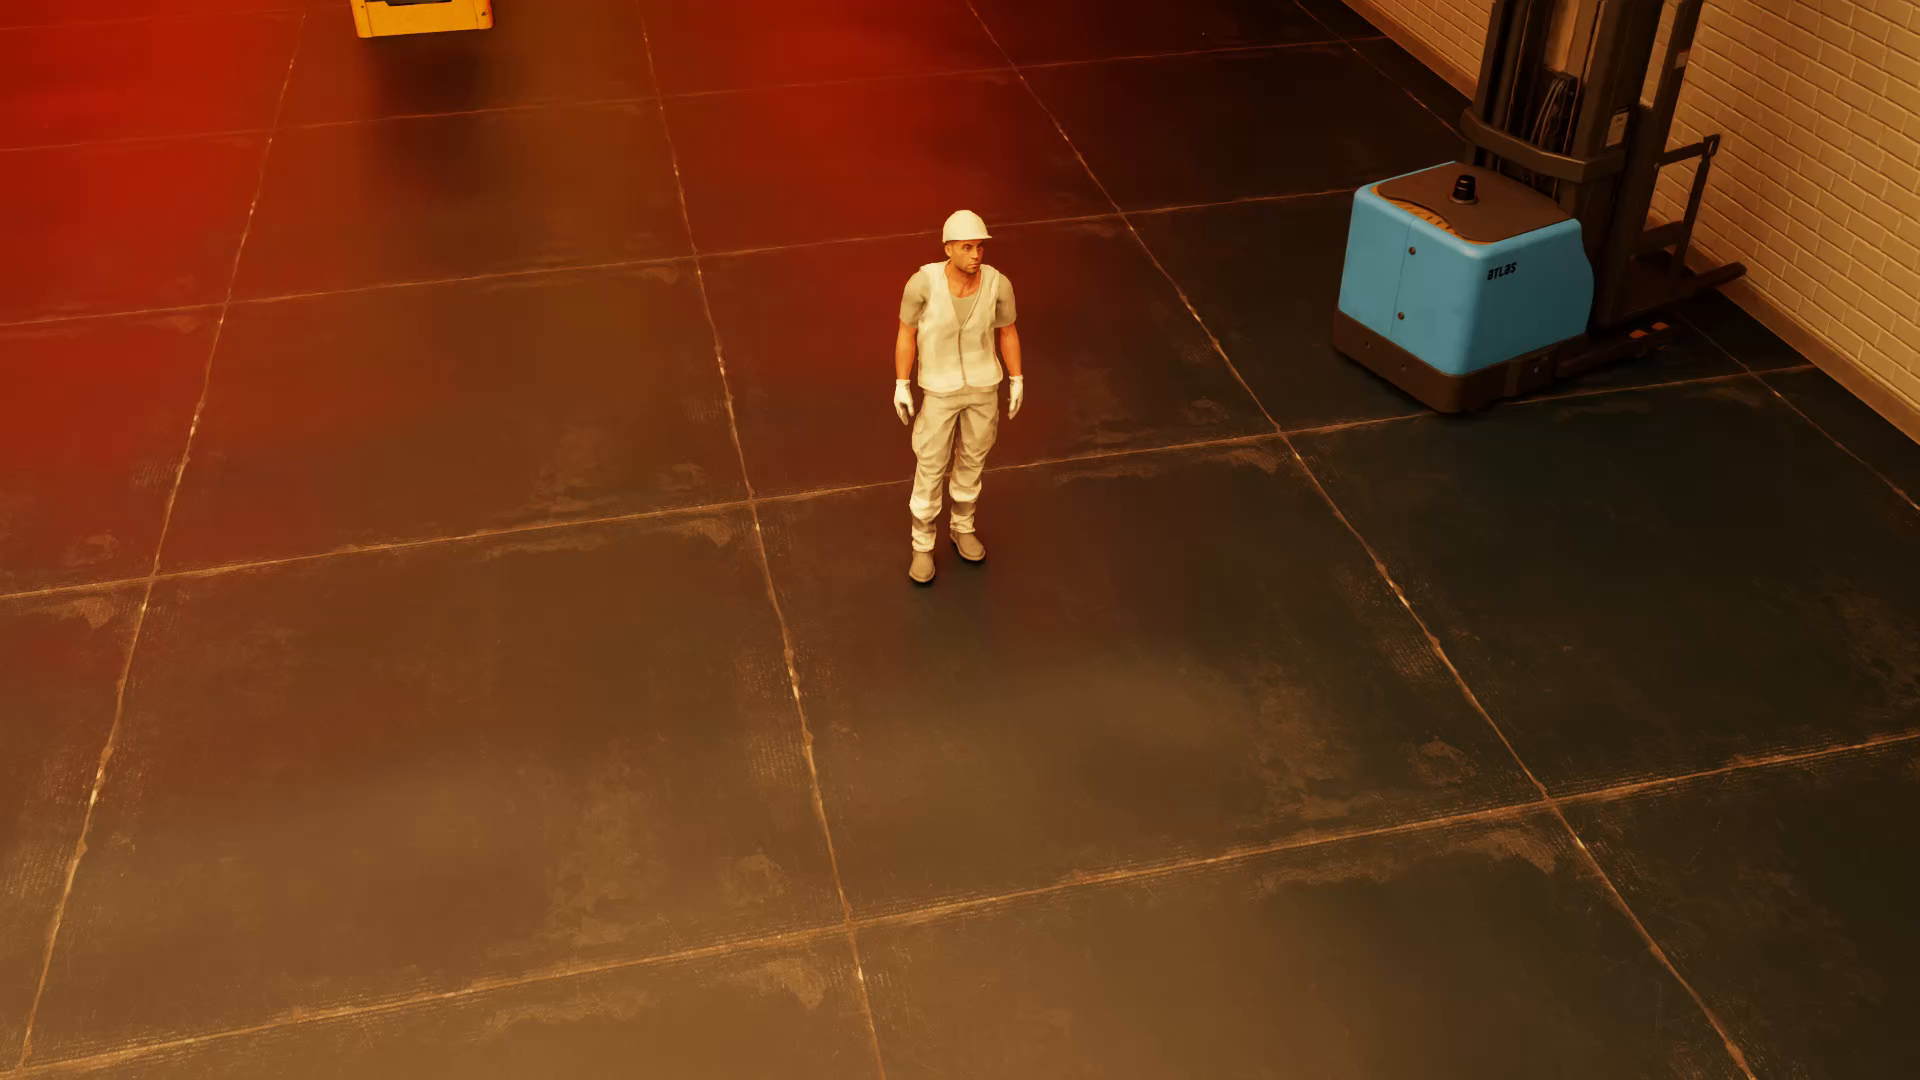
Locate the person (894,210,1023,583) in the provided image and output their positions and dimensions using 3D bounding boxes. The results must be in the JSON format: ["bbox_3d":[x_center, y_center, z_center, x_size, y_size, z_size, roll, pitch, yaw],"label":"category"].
[{"bbox_3d":[0.006,-0.685,7.966,0.637,1.790,0.562,-8,36,-11],"label":"person"}]

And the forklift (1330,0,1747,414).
[{"bbox_3d":[3.779,-2.541,9.581,3.031,2.935,1.130,-19,40,-25],"label":"forklift"}]
